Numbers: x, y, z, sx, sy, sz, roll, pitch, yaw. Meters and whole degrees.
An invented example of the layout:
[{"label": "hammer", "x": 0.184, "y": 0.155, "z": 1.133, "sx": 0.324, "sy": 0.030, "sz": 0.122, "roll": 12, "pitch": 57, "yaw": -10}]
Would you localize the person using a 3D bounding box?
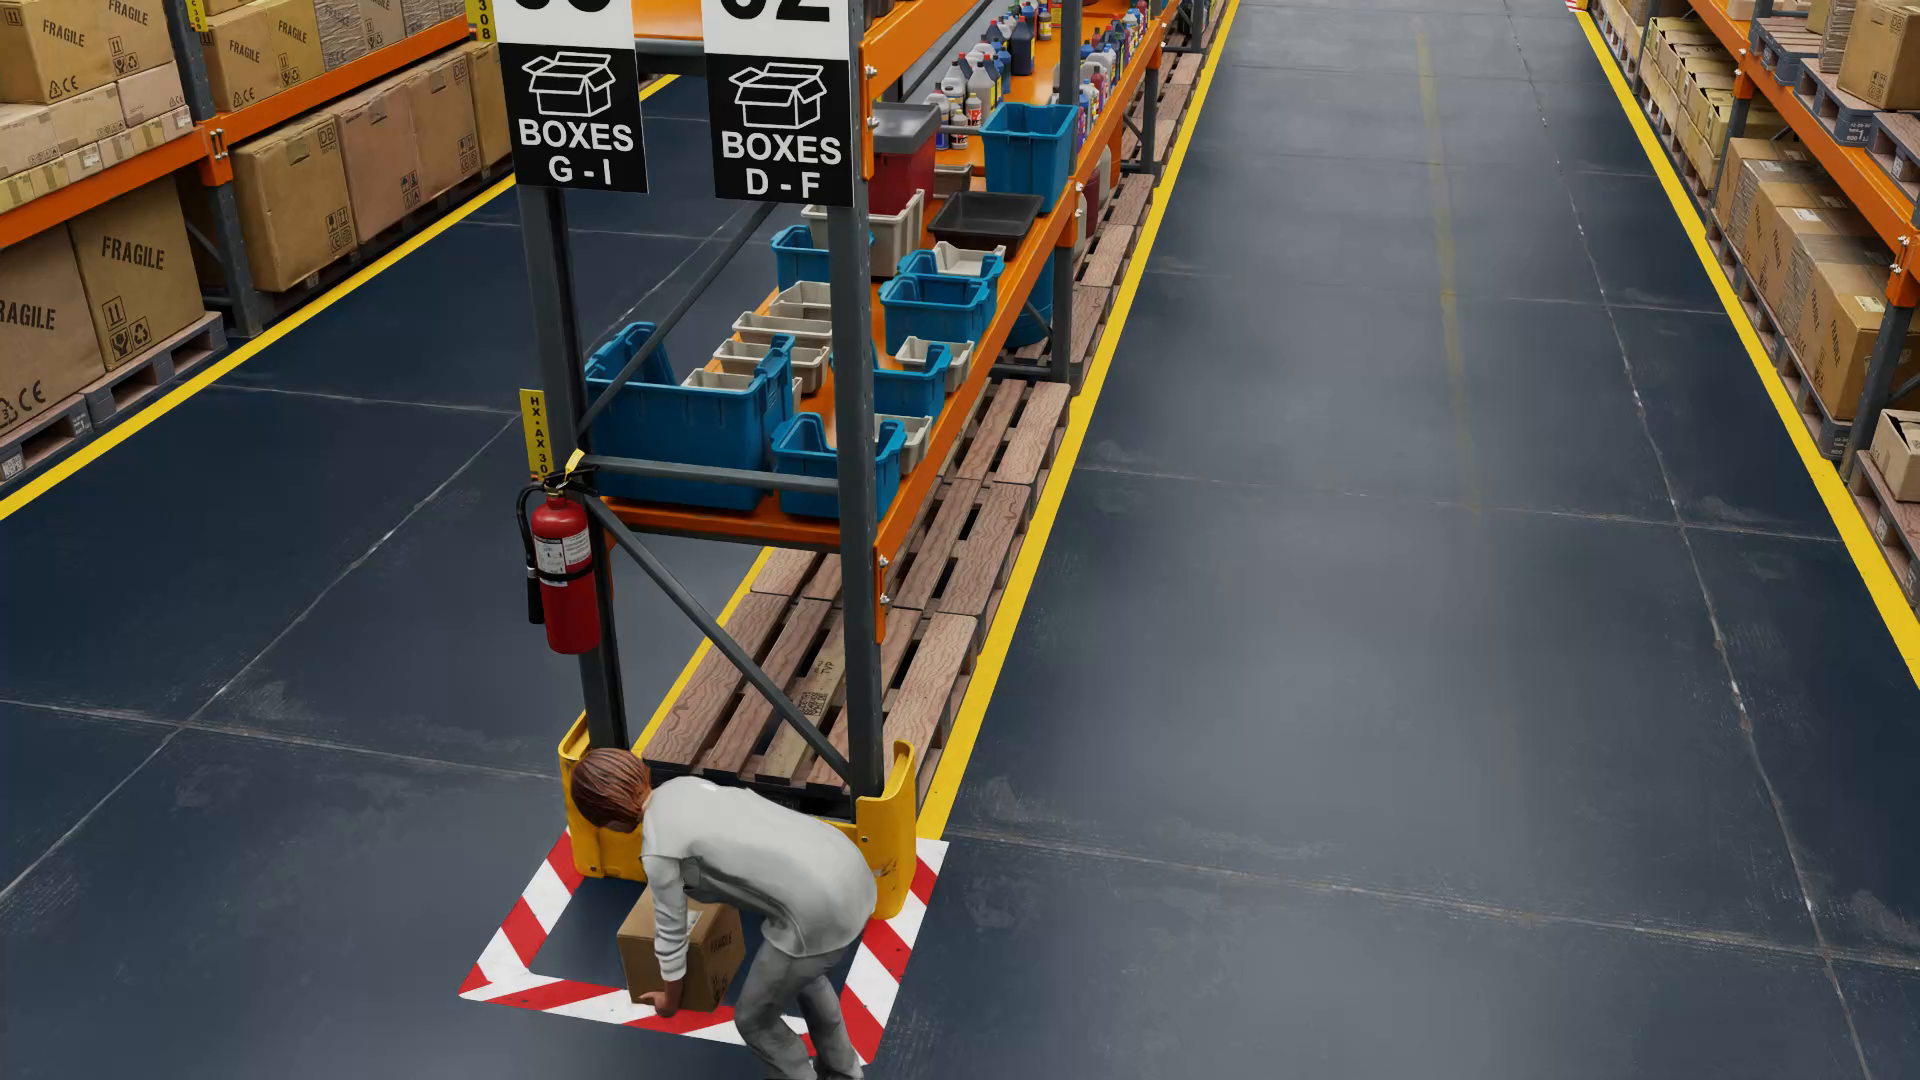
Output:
[{"label": "person", "x": -0.639, "y": 1.124, "z": 4.595, "sx": 0.821, "sy": 1.186, "sz": 0.382, "roll": 8, "pitch": 30, "yaw": 15}]
